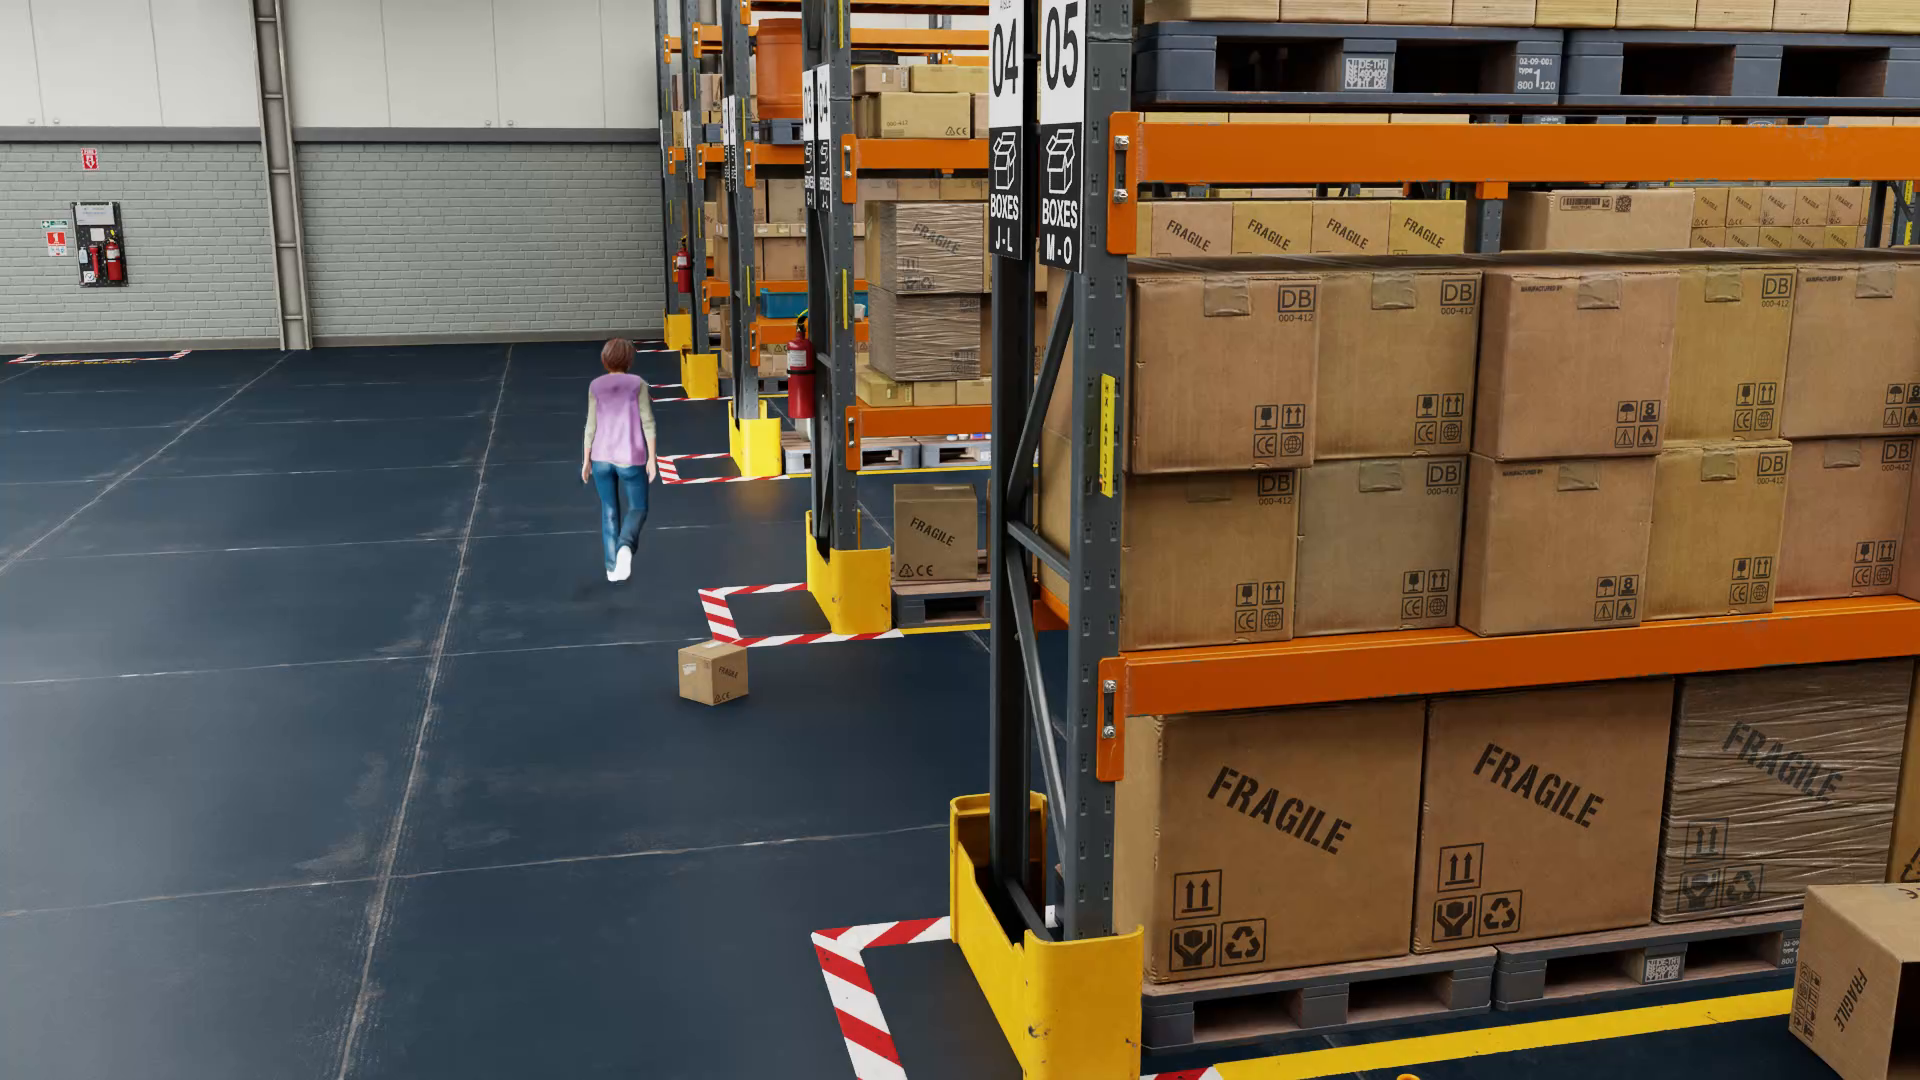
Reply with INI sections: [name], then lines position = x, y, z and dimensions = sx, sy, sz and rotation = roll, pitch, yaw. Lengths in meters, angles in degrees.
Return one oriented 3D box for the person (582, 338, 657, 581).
[person]
position = -2.167, -0.479, 10.527
dimensions = 0.498, 1.567, 0.631
rotation = -1, 13, -2
